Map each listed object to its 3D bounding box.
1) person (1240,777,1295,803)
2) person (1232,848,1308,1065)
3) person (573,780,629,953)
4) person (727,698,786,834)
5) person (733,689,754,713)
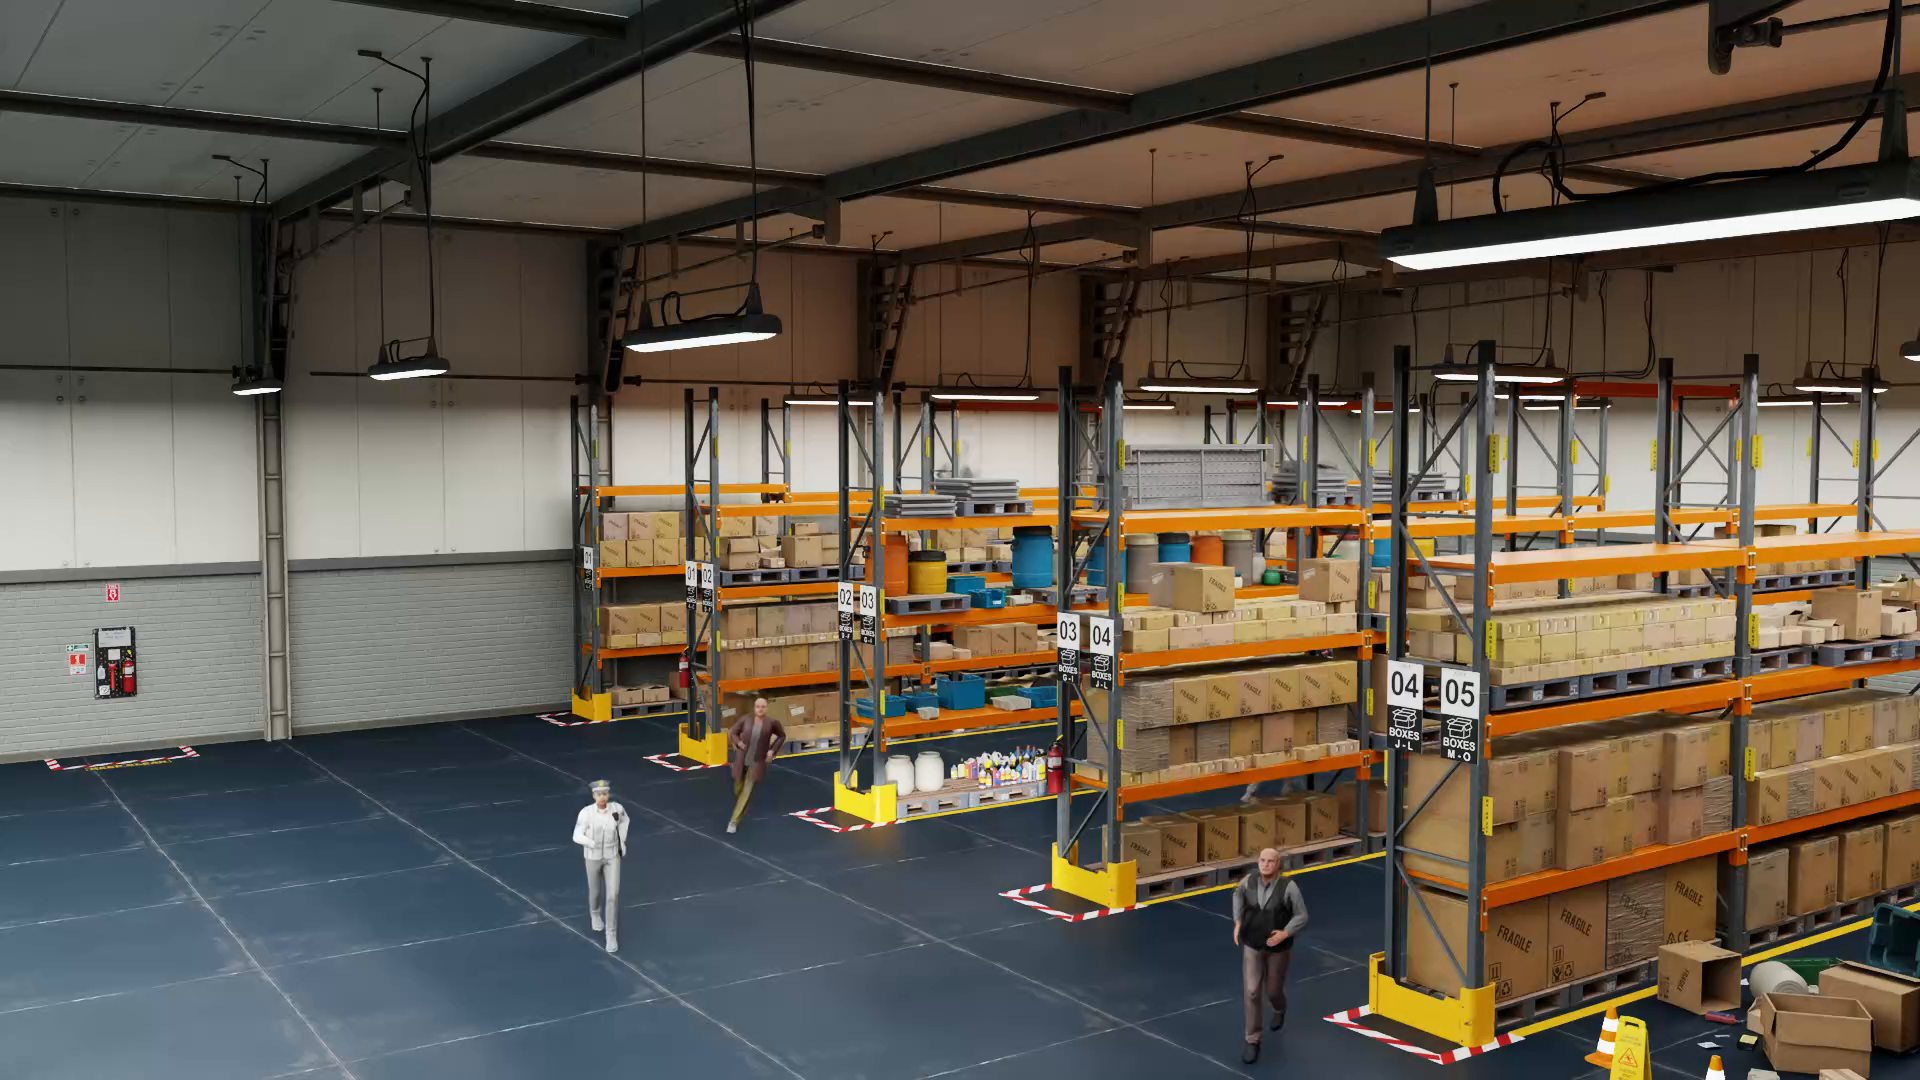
[{"bbox_3d":[4.392,2.825,23.735,0.986,1.772,0.662,-3,5,-41],"label":"person"},{"bbox_3d":[2.610,3.461,14.096,0.676,1.727,0.928,1,4,21],"label":"person"},{"bbox_3d":[-3.679,3.283,17.094,0.572,1.703,0.896,-1,4,-14],"label":"person"},{"bbox_3d":[-2.707,2.965,22.177,0.716,1.742,1.005,0,3,7],"label":"person"},{"bbox_3d":[-3.799,2.581,29.343,0.607,1.659,0.849,3,5,43],"label":"person"}]
